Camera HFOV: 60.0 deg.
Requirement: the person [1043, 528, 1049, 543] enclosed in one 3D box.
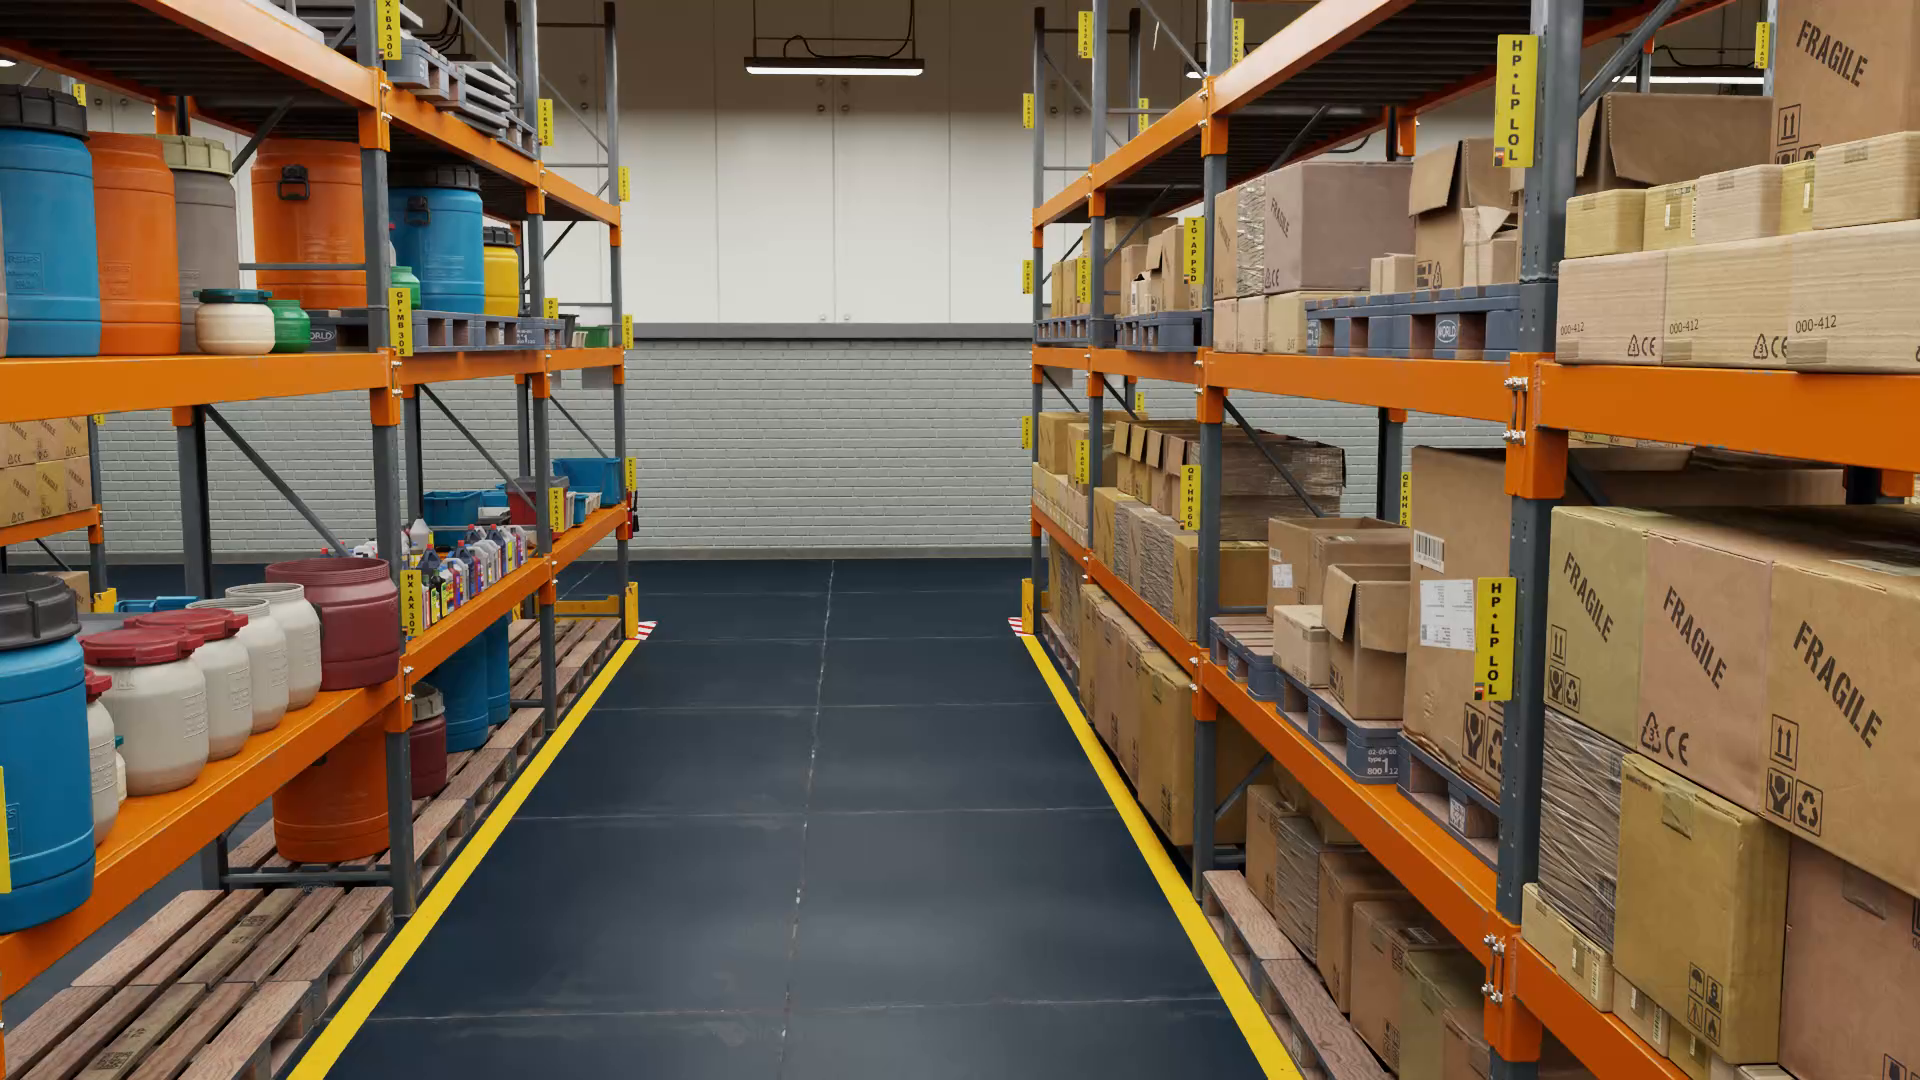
[{"bbox_3d":[1.136,-0.098,17.491,0.565,1.762,0.494,0,7,-4],"label":"person"}]
